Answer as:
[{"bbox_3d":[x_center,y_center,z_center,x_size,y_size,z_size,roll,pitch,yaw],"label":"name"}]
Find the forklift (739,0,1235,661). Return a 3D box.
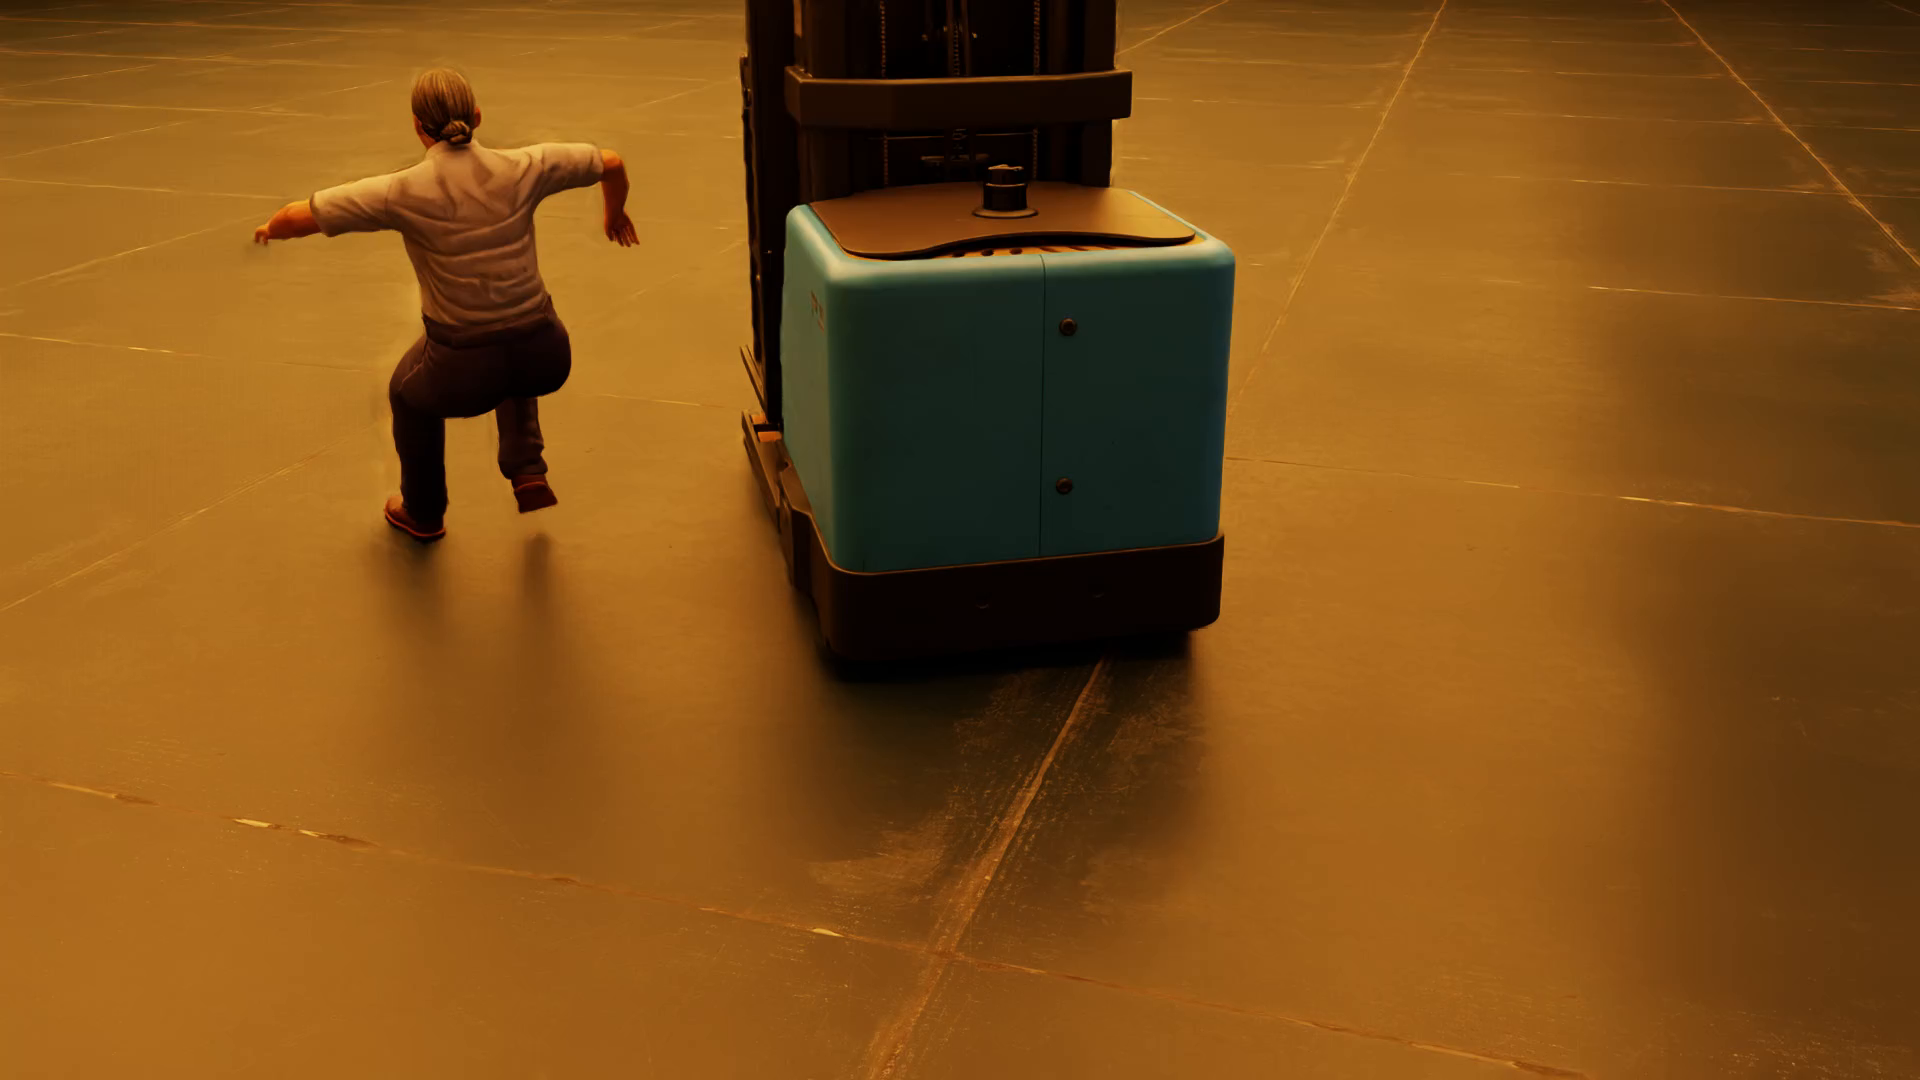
[{"bbox_3d":[-0.139,-1.582,5.111,1.130,2.935,3.031,-5,23,-12],"label":"forklift"}]

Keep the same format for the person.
[{"bbox_3d":[-1.433,-0.665,4.842,1.029,1.432,0.773,-14,26,-30],"label":"person"}]
